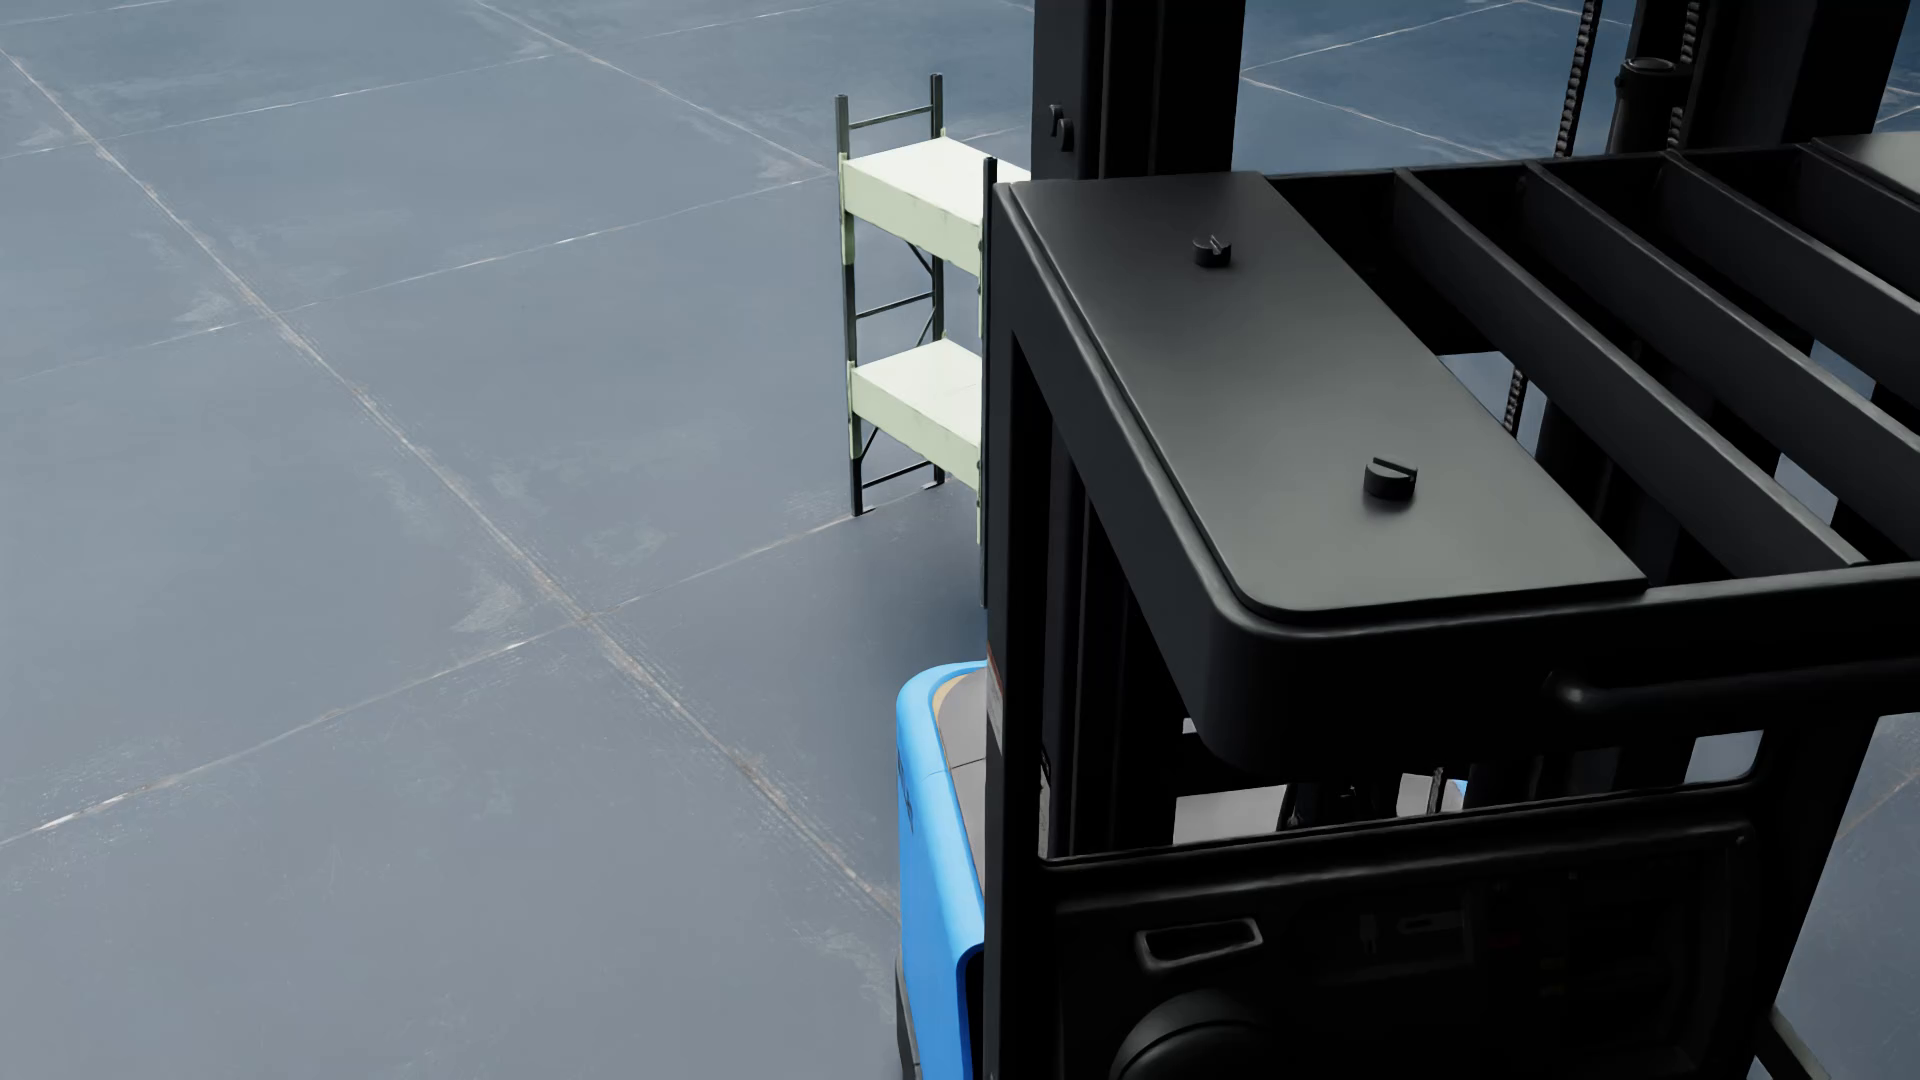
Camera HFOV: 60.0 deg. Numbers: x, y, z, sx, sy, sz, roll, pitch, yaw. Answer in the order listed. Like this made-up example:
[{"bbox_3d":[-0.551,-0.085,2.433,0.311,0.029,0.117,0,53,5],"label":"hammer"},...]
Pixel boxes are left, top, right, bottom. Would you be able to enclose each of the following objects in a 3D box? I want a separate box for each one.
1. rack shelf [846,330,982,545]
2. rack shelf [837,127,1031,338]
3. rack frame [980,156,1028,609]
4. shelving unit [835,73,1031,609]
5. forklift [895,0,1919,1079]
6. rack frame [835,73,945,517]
[{"bbox_3d":[0.004,-0.357,5.522,0.431,0.370,0.720,-22,38,-31],"label":"rack shelf"},{"bbox_3d":[0.004,-0.966,5.144,0.431,0.370,0.720,-22,38,-31],"label":"rack shelf"},{"bbox_3d":[0.229,-0.482,5.104,0.400,1.500,0.023,-22,38,-31],"label":"rack frame"},{"bbox_3d":[0.004,-0.634,5.350,0.431,1.500,0.755,-22,38,-31],"label":"shelving unit"},{"bbox_3d":[0.615,0.643,1.937,1.130,2.935,3.031,-5,32,-8],"label":"forklift"},{"bbox_3d":[-0.220,-0.787,5.595,0.400,1.500,0.023,-22,38,-31],"label":"rack frame"}]
